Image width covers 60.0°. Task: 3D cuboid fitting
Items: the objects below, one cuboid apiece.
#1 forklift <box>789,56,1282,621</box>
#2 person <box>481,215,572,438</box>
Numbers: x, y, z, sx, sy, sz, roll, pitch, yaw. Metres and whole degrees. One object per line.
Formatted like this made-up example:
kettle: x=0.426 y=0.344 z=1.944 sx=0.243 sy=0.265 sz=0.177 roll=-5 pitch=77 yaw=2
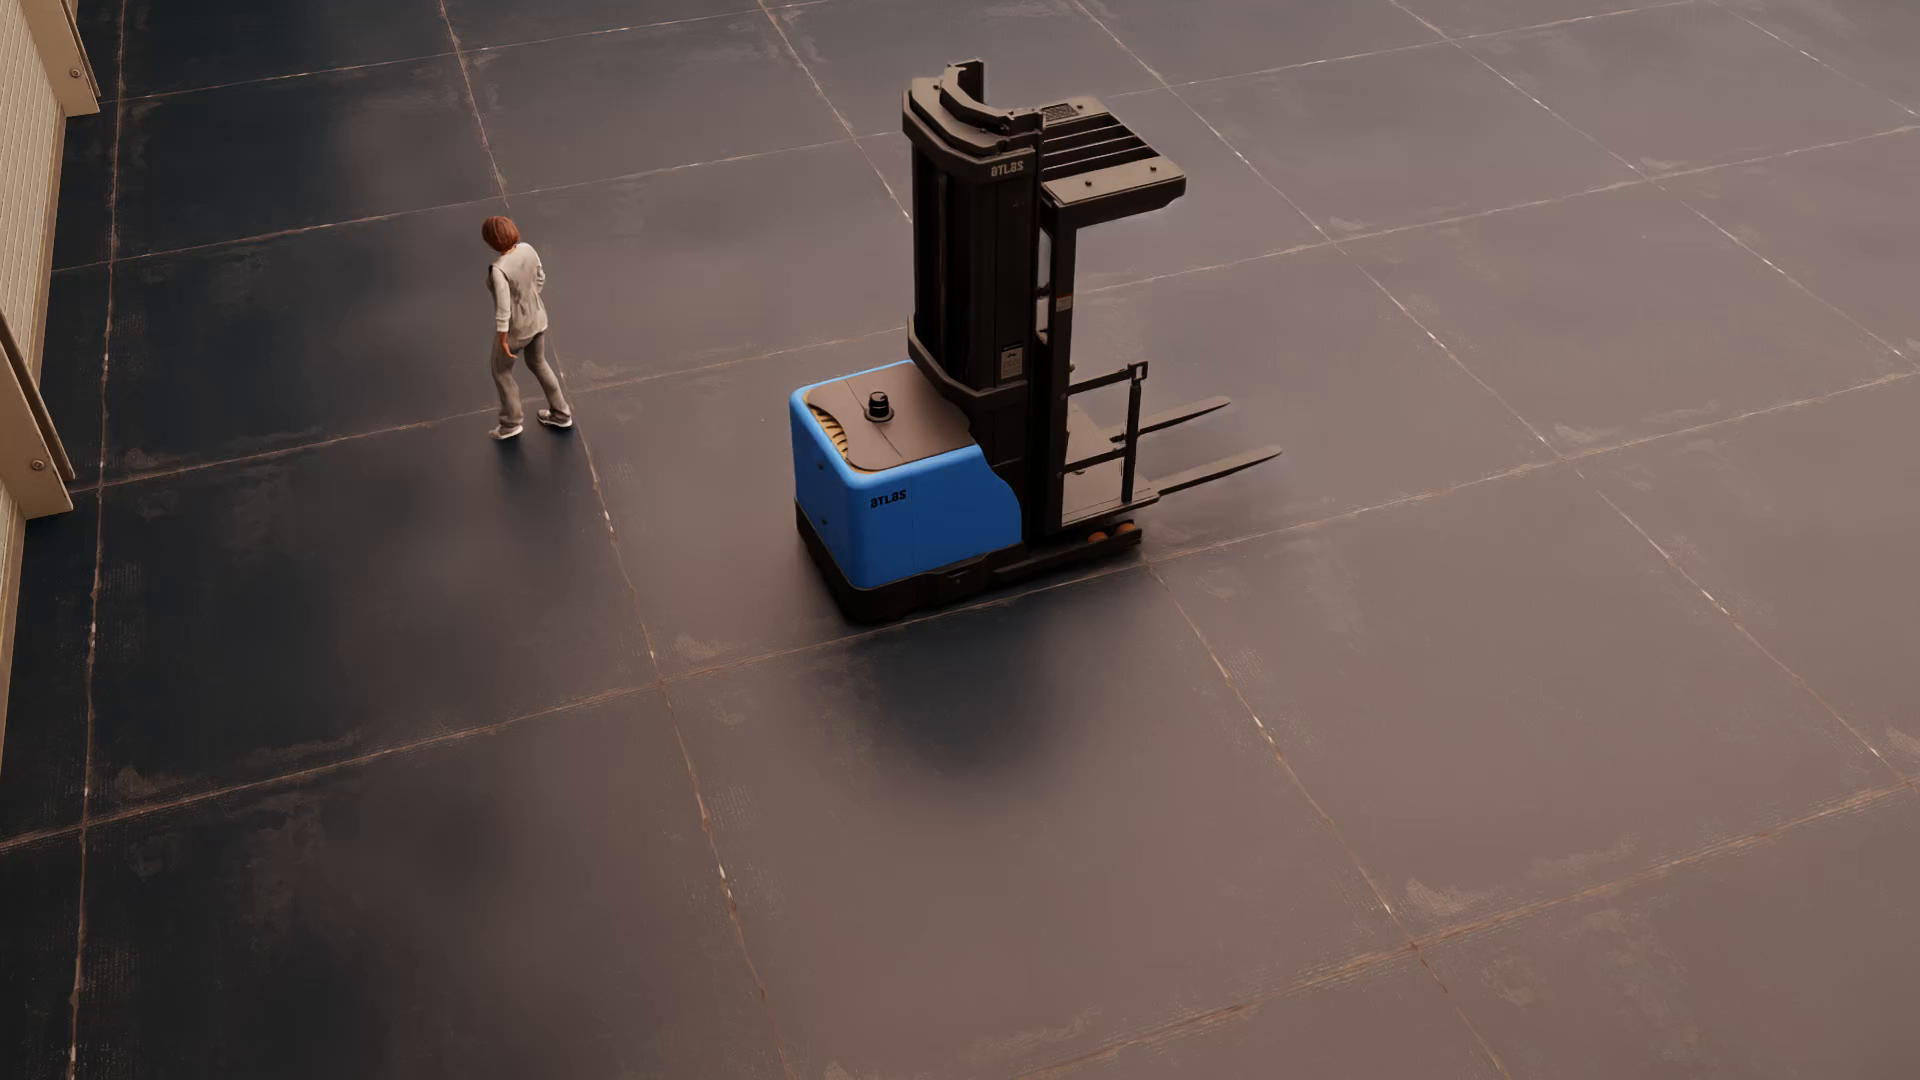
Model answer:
forklift: x=0.550 y=-1.296 z=9.540 sx=3.031 sy=2.935 sz=1.130 roll=-17 pitch=43 yaw=-19
person: x=-2.855 y=-1.370 z=10.707 sx=0.499 sy=1.625 sz=0.497 roll=17 pitch=43 yaw=19
